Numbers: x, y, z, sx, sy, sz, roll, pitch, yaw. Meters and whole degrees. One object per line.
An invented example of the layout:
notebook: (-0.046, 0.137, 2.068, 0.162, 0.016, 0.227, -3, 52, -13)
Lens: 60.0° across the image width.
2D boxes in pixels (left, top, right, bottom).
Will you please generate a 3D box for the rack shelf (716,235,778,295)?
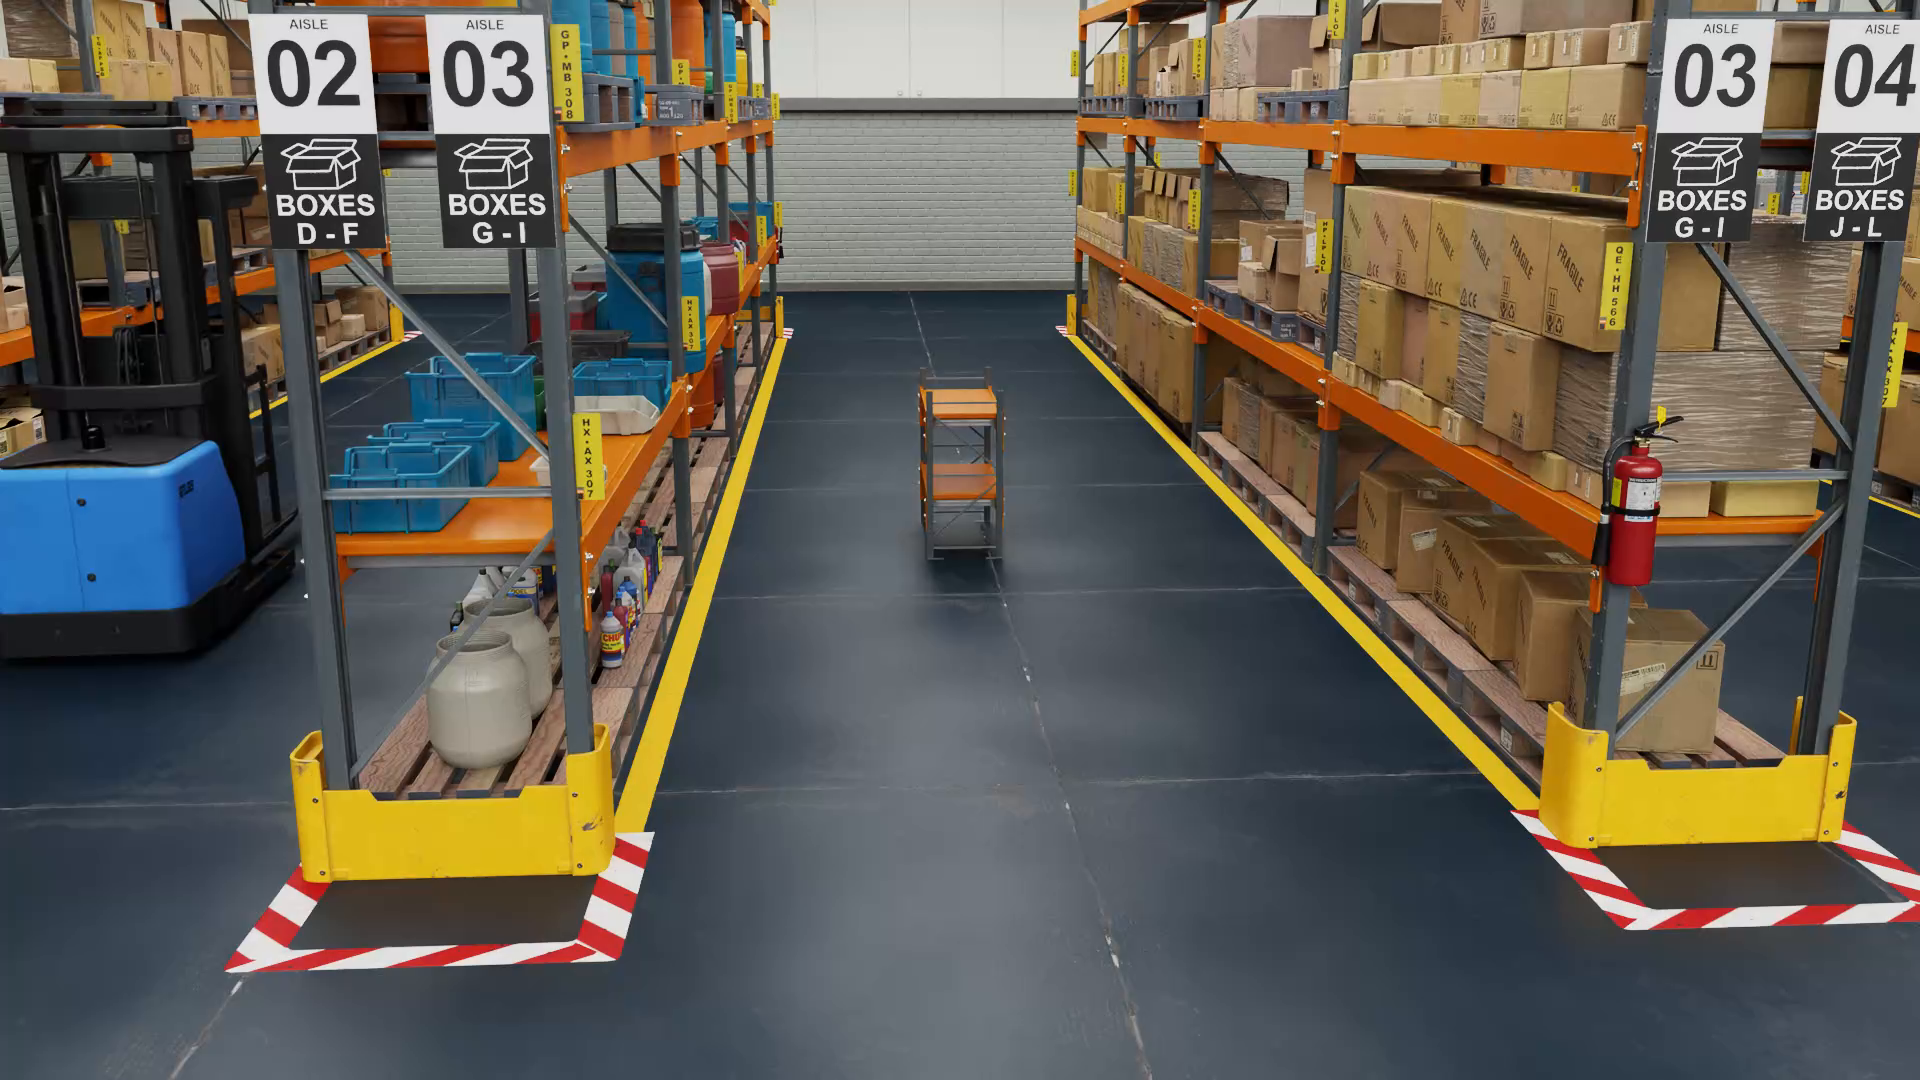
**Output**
rack shelf: (-2.789, -3.300, 19.776, 1.077, 0.370, 4.000, -1, 14, -3)

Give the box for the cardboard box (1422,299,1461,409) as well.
cardboard box: (2.857, -0.945, 8.381, 0.875, 0.500, 0.500, -1, 14, -3)

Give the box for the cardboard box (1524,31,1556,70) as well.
cardboard box: (2.628, -2.075, 7.053, 0.380, 0.149, 0.250, -1, 14, -3)

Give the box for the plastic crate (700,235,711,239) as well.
plastic crate: (-3.073, -3.481, 19.443, 0.293, 0.136, 0.466, -1, 14, -3)

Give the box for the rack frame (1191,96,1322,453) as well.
rack frame: (2.526, -2.233, 14.184, 1.000, 3.000, 0.127, -1, 14, -3)

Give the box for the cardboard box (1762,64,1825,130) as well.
cardboard box: (3.250, -1.747, 6.577, 0.500, 0.250, 0.500, 0, 14, -2)

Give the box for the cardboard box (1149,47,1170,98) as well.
cardboard box: (2.324, -4.788, 17.051, 0.700, 0.500, 0.500, -1, 14, -2)

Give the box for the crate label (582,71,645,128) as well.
crate label: (-1.708, -2.018, 7.627, 0.502, 0.251, 0.408, -1, 14, -3)

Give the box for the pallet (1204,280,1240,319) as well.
pallet: (2.677, -1.964, 13.525, 1.213, 0.211, 1.003, -1, 14, -3)

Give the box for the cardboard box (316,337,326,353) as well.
cardboard box: (-7.483, -2.239, 19.012, 0.380, 0.166, 0.250, -1, 14, -3)

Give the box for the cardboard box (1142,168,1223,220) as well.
cardboard box: (2.326, -3.603, 17.296, 0.797, 0.503, 0.637, -1, 14, -5)

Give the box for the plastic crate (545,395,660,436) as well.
plastic crate: (-1.816, -0.634, 8.499, 0.530, 0.136, 0.437, -1, 14, -3)

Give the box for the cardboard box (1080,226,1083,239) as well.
cardboard box: (1.740, -3.943, 21.337, 0.380, 0.149, 0.250, -1, 14, -4)

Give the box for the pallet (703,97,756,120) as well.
pallet: (-2.446, -4.037, 15.555, 1.003, 0.211, 1.213, -1, 14, -3)

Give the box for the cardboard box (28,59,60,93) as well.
cardboard box: (-7.277, -3.552, 12.750, 0.500, 0.250, 0.500, -2, 15, -8)

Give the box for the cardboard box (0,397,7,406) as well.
cardboard box: (-7.581, -0.959, 12.782, 0.500, 0.311, 0.500, -1, 14, -5)

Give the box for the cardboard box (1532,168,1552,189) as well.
cardboard box: (6.899, -4.197, 19.013, 0.500, 0.500, 0.500, -1, 14, -5)

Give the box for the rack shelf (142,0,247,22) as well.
rack shelf: (-7.485, -4.941, 14.918, 1.077, 0.370, 4.000, -1, 14, -3)

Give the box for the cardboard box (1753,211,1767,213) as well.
cardboard box: (7.583, -3.033, 15.761, 0.380, 0.149, 0.250, 0, 14, -1)

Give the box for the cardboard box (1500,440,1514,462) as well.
cardboard box: (2.742, -0.438, 7.712, 0.380, 0.149, 0.250, -1, 14, -3)

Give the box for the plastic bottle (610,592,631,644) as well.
plastic bottle: (-1.744, 0.401, 8.541, 0.097, 0.271, 0.097, 0, 14, 0)

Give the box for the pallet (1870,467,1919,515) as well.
pallet: (7.529, -0.434, 12.788, 1.003, 0.211, 1.213, -1, 14, -3)

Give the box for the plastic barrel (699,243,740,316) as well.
plastic barrel: (-2.086, -2.111, 13.439, 0.600, 0.536, 0.708, -1, 14, -3)

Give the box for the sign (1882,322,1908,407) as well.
sign: (3.563, -0.671, 6.376, 0.100, 0.325, 0.005, -1, 14, -3)

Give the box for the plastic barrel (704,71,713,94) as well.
plastic barrel: (-2.254, -4.004, 14.518, 0.294, 0.245, 0.294, 0, 14, 0)

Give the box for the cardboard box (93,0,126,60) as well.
cardboard box: (-7.414, -4.301, 13.997, 0.500, 0.500, 0.500, -1, 14, -3)

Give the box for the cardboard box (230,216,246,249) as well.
cardboard box: (-7.896, -3.244, 17.915, 0.500, 0.500, 0.500, -1, 14, -3)

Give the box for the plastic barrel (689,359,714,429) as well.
plastic barrel: (-2.465, -1.430, 14.576, 0.600, 0.830, 0.708, -1, 14, -3)

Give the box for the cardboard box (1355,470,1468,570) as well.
cardboard box: (2.759, -0.130, 10.187, 0.500, 0.500, 0.500, -1, 14, -5)

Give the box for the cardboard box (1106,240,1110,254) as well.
cardboard box: (1.885, -3.368, 19.102, 0.380, 0.149, 0.250, -1, 14, -2)

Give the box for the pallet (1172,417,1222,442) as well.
pallet: (2.552, -1.079, 15.298, 1.003, 0.211, 1.213, -1, 14, -3)

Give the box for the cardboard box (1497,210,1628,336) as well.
cardboard box: (2.704, -1.177, 7.276, 0.500, 0.500, 0.500, -1, 14, -3)

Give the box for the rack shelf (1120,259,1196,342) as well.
rack shelf: (2.402, -2.382, 16.206, 1.077, 0.370, 4.000, -1, 14, -3)

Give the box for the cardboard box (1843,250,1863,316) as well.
cardboard box: (7.275, -2.090, 13.430, 0.500, 0.500, 0.500, -1, 14, -4)

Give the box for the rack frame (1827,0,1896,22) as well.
rack frame: (11.921, -7.281, 21.763, 1.000, 3.000, 0.127, -1, 14, -3)

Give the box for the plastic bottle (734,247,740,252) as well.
plastic bottle: (-2.264, -2.781, 16.566, 0.152, 0.276, 0.135, -1, 14, -3)

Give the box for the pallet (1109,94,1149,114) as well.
pallet: (2.238, -4.841, 18.479, 1.003, 0.211, 1.213, -1, 14, -3)

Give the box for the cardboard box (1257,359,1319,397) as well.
cardboard box: (2.641, -1.300, 13.189, 0.500, 0.250, 0.500, 1, 14, 3)

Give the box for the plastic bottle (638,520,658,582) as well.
plastic bottle: (-1.842, 0.064, 9.690, 0.144, 0.351, 0.185, -1, 14, -5)

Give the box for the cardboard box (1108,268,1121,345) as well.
cardboard box: (2.261, -2.791, 19.775, 0.875, 0.875, 0.875, -1, 14, -3)

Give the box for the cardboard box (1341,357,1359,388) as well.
cardboard box: (2.489, -0.996, 9.880, 0.380, 0.149, 0.250, -1, 14, -3)

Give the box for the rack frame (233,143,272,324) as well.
rack frame: (-7.609, -3.075, 17.459, 1.000, 3.000, 0.127, -1, 14, -3)

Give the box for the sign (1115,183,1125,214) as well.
sign: (1.724, -3.676, 17.897, 0.100, 0.325, 0.005, -1, 14, -3)

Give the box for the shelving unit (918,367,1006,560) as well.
shelving unit: (0.000, -0.546, 11.393, 0.538, 1.125, 1.048, -1, 14, -3)

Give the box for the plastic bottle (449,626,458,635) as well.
plastic bottle: (-2.473, 0.526, 8.196, 0.097, 0.201, 0.097, 0, 14, 0)

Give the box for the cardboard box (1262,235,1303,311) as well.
cardboard box: (2.574, -1.921, 11.922, 0.797, 0.503, 0.637, 1, 14, 2)

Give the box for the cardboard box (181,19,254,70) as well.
cardboard box: (-7.677, -5.181, 17.416, 0.700, 0.500, 0.500, -1, 14, -3)

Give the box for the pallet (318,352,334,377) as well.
pallet: (-7.651, -1.896, 18.471, 1.003, 0.211, 1.213, -1, 14, -3)

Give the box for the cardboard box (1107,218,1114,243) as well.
cardboard box: (1.954, -3.533, 18.943, 0.500, 0.250, 0.500, 0, 14, -2)

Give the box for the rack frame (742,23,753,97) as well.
rack frame: (-2.665, -6.056, 17.005, 1.000, 3.000, 0.127, -1, 14, -3)

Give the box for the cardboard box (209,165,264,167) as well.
cardboard box: (-7.933, -3.857, 18.290, 0.500, 0.500, 0.500, -1, 14, -5)

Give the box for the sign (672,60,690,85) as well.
sign: (-1.620, -2.624, 9.667, 0.100, 0.325, 0.005, -1, 14, -3)

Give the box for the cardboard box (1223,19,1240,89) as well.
cardboard box: (2.326, -3.729, 12.775, 0.500, 0.500, 0.500, -1, 14, -3)

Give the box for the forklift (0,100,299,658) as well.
forklift: (-4.789, -1.110, 9.958, 1.130, 2.935, 3.031, -2, 15, -6)

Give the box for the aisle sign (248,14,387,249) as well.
aisle sign: (-2.214, -1.403, 5.742, 0.394, 0.787, 0.004, -1, 14, -3)

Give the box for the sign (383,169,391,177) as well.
sign: (-7.302, -4.788, 21.156, 0.100, 0.325, 0.005, -1, 14, -3)
